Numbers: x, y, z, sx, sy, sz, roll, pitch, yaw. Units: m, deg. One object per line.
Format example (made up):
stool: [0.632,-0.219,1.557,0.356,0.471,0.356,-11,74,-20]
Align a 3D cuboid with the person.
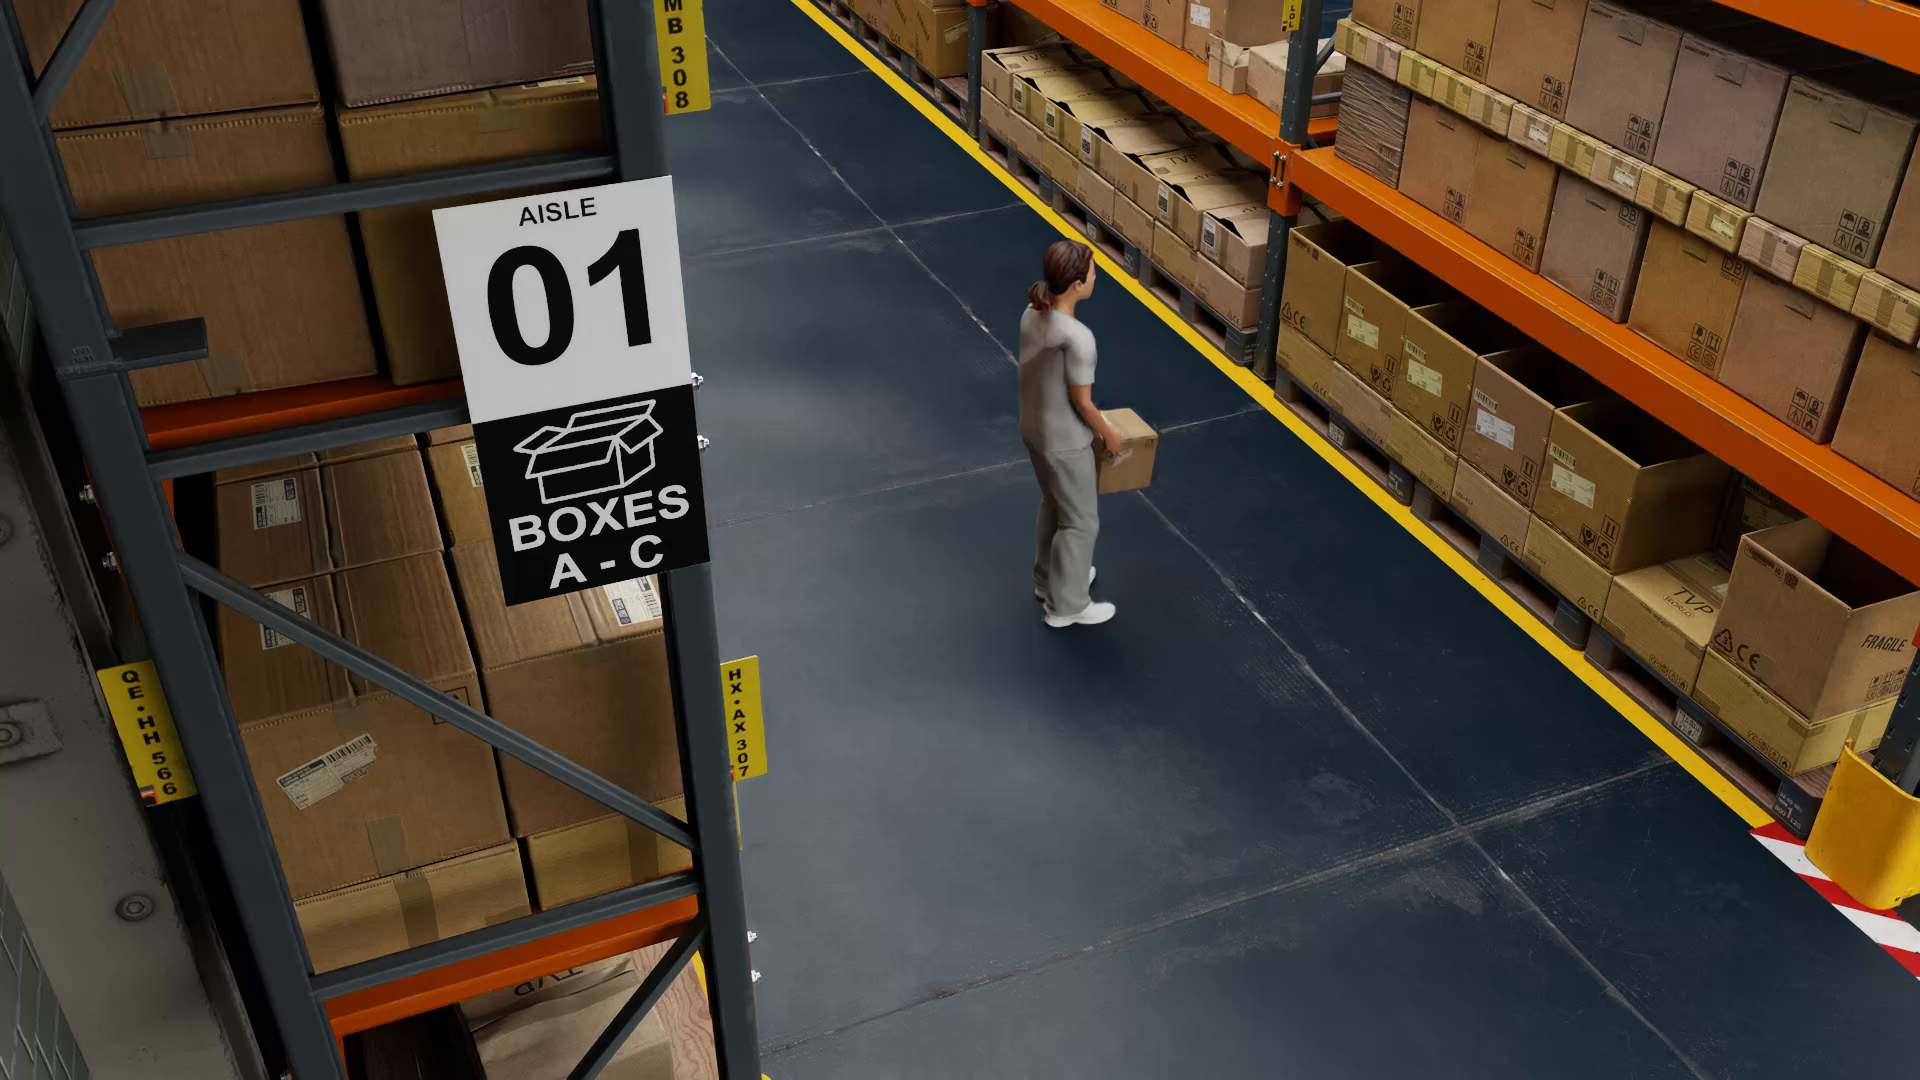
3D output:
person: [0.446,-0.439,6.799,0.420,1.676,0.467,-14,36,-20]
